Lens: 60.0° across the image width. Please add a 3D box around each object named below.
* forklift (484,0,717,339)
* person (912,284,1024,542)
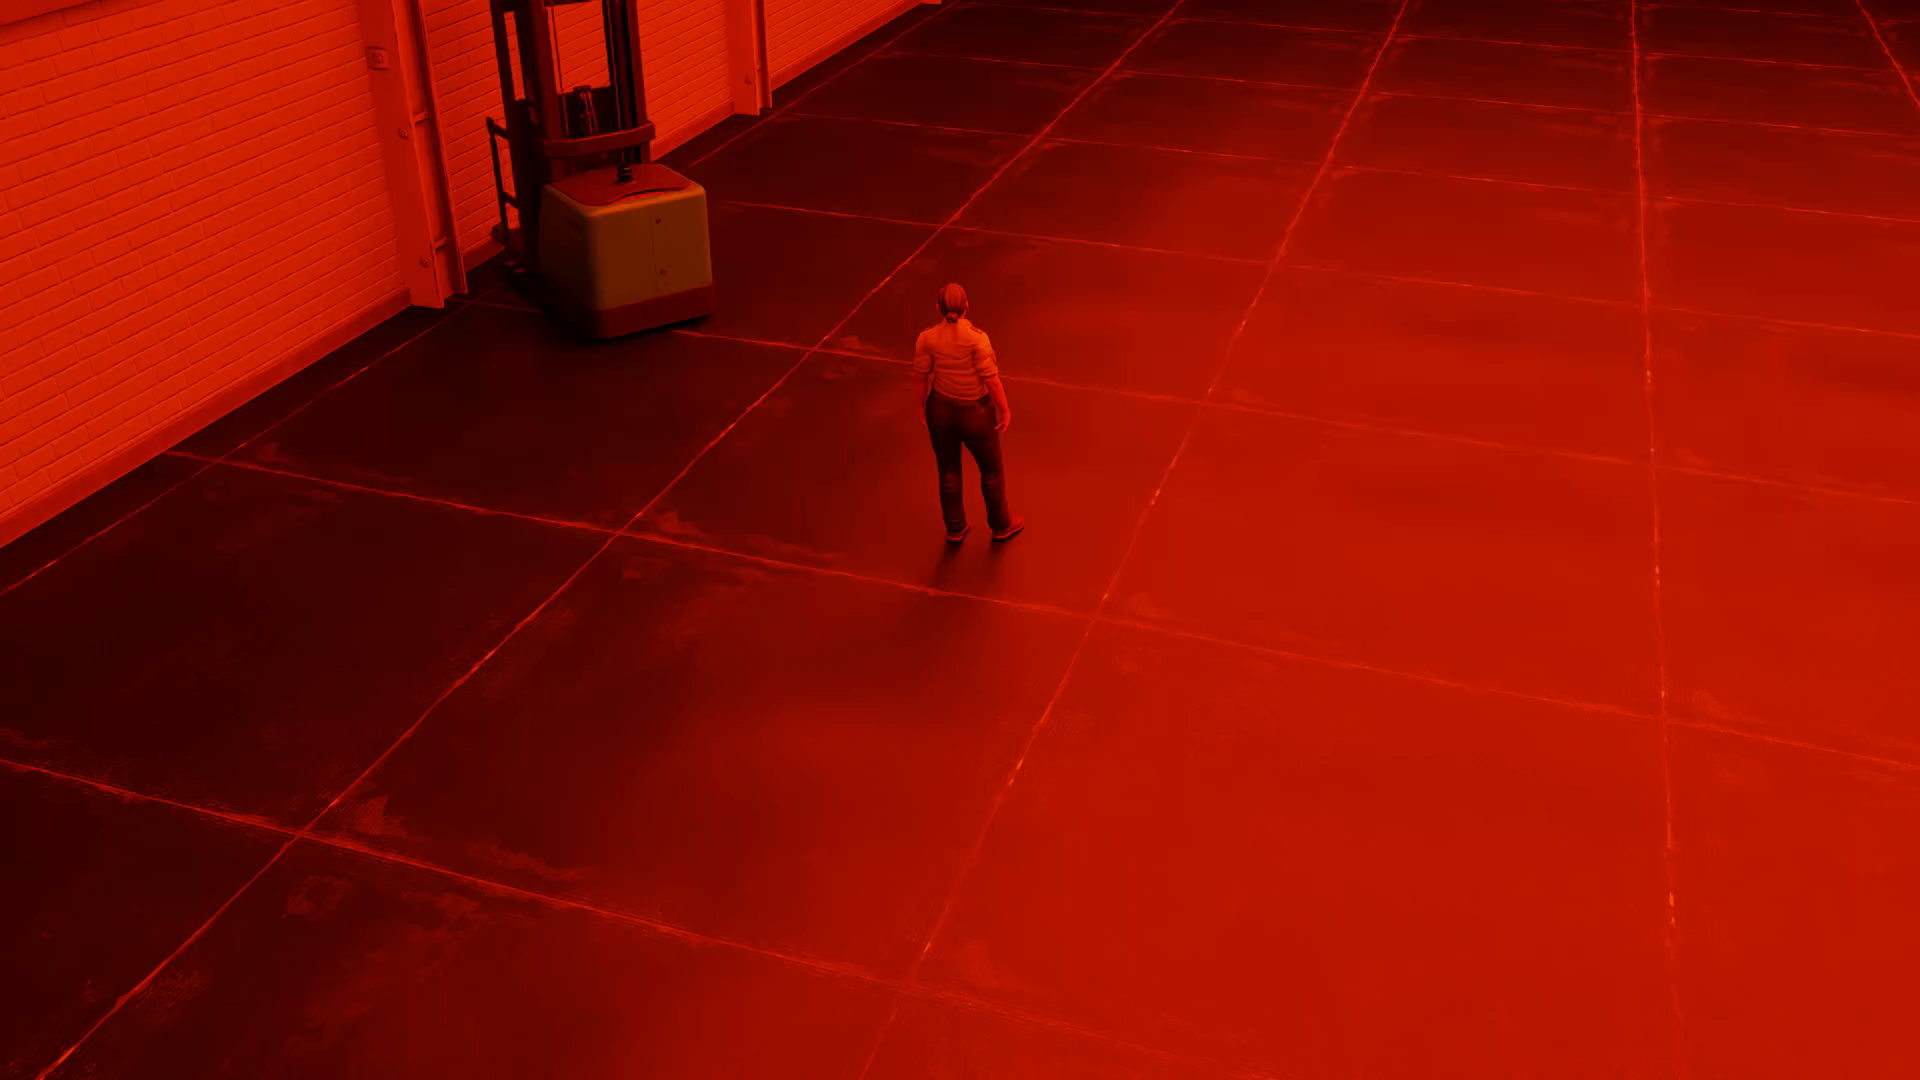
[{"bbox_3d":[-3.184,-3.479,13.239,1.130,2.935,3.031,-19,35,-30],"label":"forklift"},{"bbox_3d":[0.051,-0.760,9.752,0.598,1.651,0.502,10,31,16],"label":"person"}]
